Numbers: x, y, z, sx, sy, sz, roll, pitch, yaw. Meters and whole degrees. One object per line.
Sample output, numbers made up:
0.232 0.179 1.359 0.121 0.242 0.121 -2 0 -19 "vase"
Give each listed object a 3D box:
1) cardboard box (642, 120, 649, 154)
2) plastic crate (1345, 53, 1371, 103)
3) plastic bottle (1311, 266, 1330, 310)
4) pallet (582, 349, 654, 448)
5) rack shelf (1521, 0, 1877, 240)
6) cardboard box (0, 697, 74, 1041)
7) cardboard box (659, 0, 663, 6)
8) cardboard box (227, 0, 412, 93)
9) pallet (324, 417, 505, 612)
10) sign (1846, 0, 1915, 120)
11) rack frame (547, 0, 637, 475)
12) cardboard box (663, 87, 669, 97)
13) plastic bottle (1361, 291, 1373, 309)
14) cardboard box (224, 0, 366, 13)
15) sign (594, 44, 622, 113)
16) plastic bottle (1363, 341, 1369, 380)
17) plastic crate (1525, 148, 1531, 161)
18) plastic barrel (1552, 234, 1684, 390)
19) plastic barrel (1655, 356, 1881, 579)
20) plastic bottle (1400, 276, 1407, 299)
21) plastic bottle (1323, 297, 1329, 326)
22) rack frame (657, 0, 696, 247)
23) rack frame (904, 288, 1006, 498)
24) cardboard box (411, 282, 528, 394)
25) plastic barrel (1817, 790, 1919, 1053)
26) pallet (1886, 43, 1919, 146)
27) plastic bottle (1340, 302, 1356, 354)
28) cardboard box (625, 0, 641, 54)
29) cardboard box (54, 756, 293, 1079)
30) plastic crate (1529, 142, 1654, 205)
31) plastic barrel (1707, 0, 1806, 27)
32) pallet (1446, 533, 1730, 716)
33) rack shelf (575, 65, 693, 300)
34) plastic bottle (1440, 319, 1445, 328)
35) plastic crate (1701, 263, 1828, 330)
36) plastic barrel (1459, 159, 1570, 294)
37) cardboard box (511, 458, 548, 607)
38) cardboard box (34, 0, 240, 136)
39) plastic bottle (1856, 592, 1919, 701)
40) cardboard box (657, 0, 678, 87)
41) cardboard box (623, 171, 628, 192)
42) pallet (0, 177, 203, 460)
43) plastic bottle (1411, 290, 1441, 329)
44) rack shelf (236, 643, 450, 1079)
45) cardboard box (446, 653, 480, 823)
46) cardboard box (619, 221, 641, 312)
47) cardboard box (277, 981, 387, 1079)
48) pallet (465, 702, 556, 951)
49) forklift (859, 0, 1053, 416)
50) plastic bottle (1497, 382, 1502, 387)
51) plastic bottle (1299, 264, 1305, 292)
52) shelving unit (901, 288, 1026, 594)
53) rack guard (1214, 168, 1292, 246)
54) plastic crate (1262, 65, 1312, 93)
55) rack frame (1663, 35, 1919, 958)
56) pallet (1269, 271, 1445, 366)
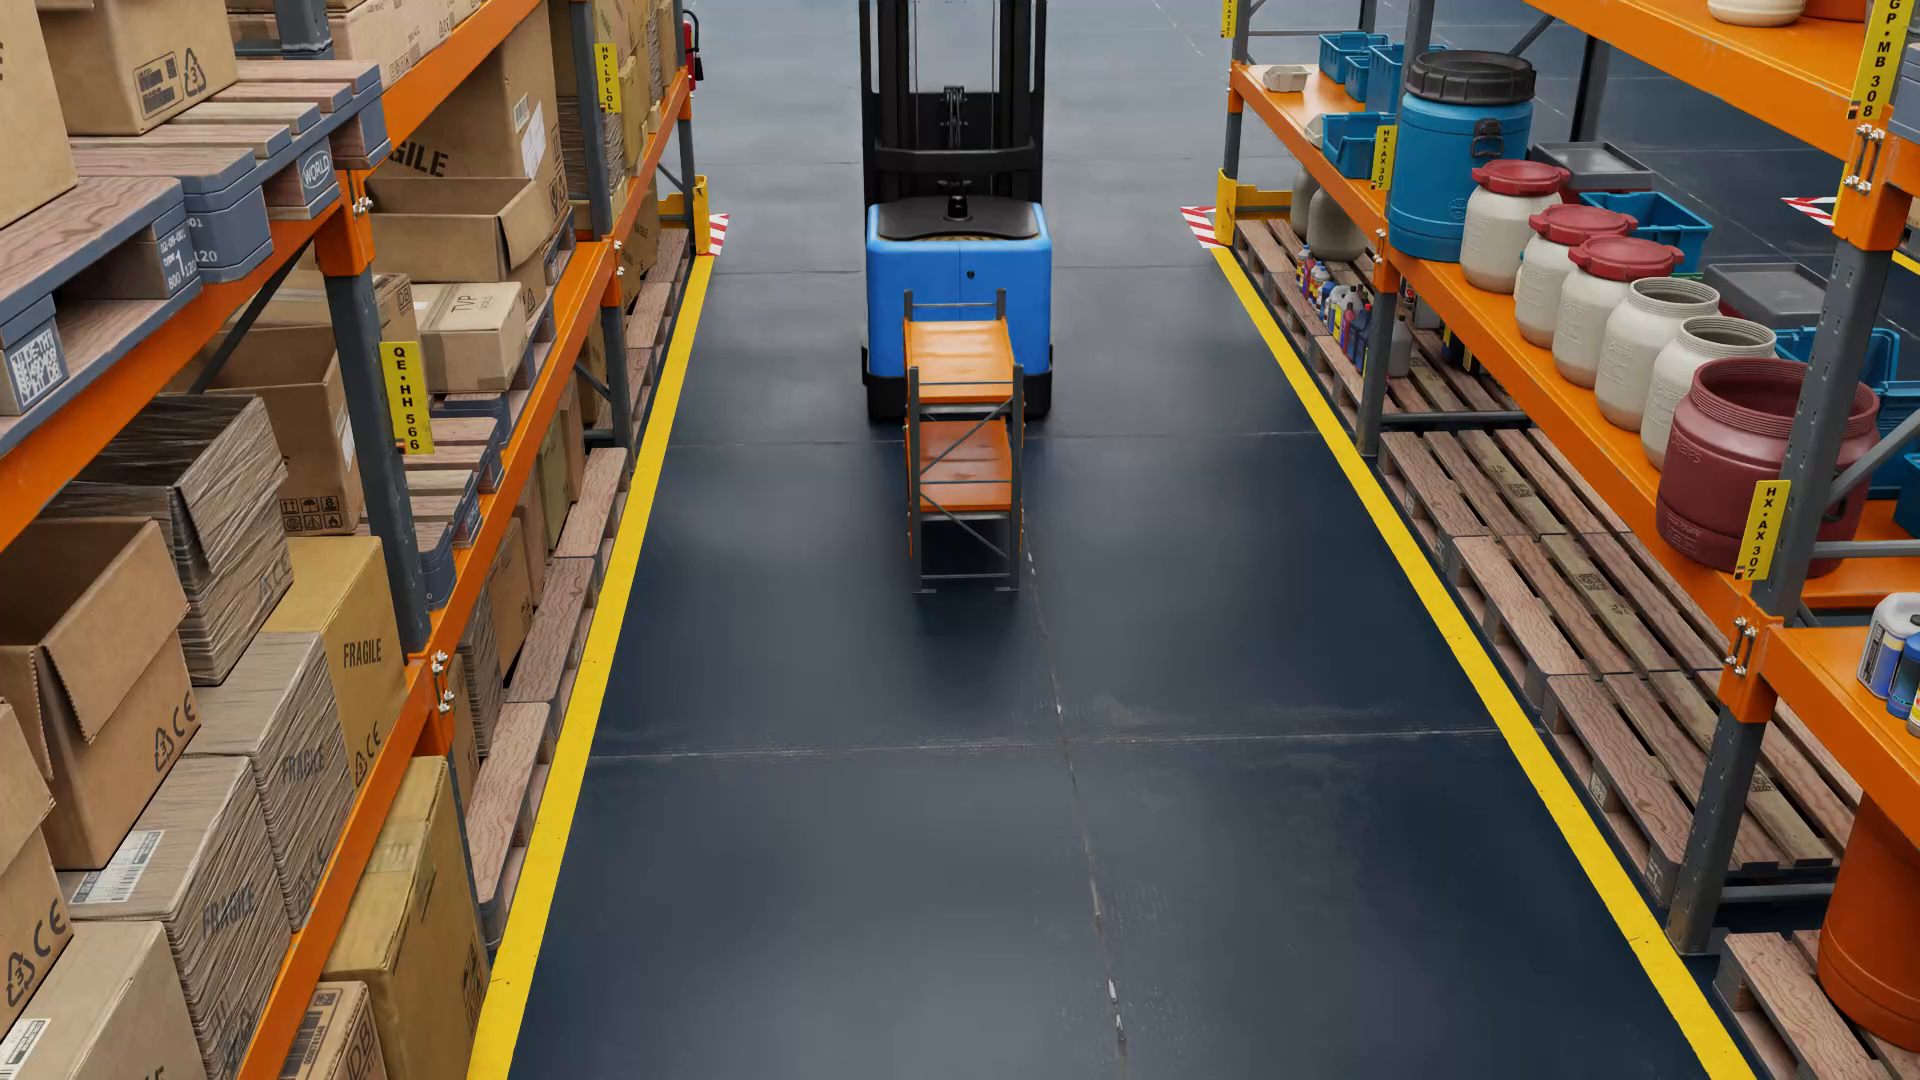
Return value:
-2.055 -2.386 9.853 0.380 0.149 0.250 -1 28 -3 "cardboard box"
2.838 -3.075 11.064 0.499 0.251 0.408 -1 28 -3 "plastic crate"
2.292 -1.601 10.551 0.097 0.271 0.097 0 28 0 "plastic bottle"
-2.323 -0.771 9.501 1.003 0.211 1.213 -1 28 -3 "pallet"
2.798 -1.905 6.194 1.077 0.370 4.000 -1 28 -3 "rack shelf"
-1.948 0.608 2.647 0.797 0.503 0.637 -1 28 -1 "cardboard box"
-2.154 -3.686 10.564 0.500 0.500 0.500 -1 28 -3 "cardboard box"
-1.814 -1.338 4.490 0.500 0.250 0.500 -1 28 -2 "cardboard box"
-2.187 -0.093 5.392 1.213 0.211 1.003 -1 28 -3 "pallet"
2.354 -1.238 4.249 0.100 0.325 0.005 -1 28 -3 "sign"
-2.252 -1.698 8.263 1.000 3.000 0.127 -1 28 -3 "rack frame"
-2.163 -3.078 11.180 0.380 0.149 0.250 -1 28 -3 "cardboard box"
2.447 -1.351 10.059 0.061 0.283 0.133 -1 28 -3 "plastic bottle"
-1.811 -1.670 4.317 0.500 0.500 0.500 -1 28 -2 "cardboard box"
-1.698 -2.227 8.024 0.100 0.325 0.005 -1 28 -3 "sign"
2.339 -1.023 9.429 0.061 0.283 0.133 0 28 0 "plastic bottle"
2.794 -2.035 8.976 0.767 0.338 0.504 -1 28 -3 "plastic crate"
2.586 -0.893 6.571 0.433 0.535 0.433 0 28 0 "plastic barrel"
2.576 -0.238 5.316 0.600 0.536 0.708 -1 28 -3 "plastic barrel"
2.898 -1.699 10.725 0.061 0.283 0.133 -1 28 -3 "plastic bottle"
2.308 -1.430 10.298 0.097 0.201 0.097 0 28 0 "plastic bottle"
-2.461 -3.546 11.805 1.000 3.000 0.127 -1 28 -3 "rack frame"
-0.026 -0.730 8.434 0.500 1.125 0.032 -1 28 -3 "rack frame"
-1.901 -0.750 6.153 0.500 0.250 0.500 -2 28 -4 "cardboard box"
2.945 1.031 4.923 0.600 0.830 0.708 -1 28 -3 "plastic barrel"
2.845 -0.861 3.619 1.003 0.211 1.213 -1 28 -3 "pallet"
2.312 -1.262 9.888 0.061 0.283 0.133 0 28 1 "plastic bottle"
-2.075 -2.994 9.235 0.500 0.500 0.500 -1 28 -3 "cardboard box"
-1.720 0.796 3.371 0.500 0.500 0.500 -2 28 -4 "cardboard box"
3.025 -1.630 8.063 0.402 0.464 0.583 -1 28 -3 "plastic crate"
2.603 -1.821 5.404 0.301 0.262 0.301 0 28 0 "plastic barrel"
2.840 0.345 7.361 1.003 0.211 1.213 -1 28 -3 "pallet"
-2.357 -2.303 10.200 1.077 0.370 4.000 -1 28 -3 "rack shelf"
3.034 -1.505 10.281 0.144 0.351 0.185 -2 28 -3 "plastic bottle"
3.124 -0.753 6.381 0.402 0.464 0.583 -1 28 -3 "plastic crate"
2.525 -1.431 7.604 0.433 0.535 0.433 0 28 0 "plastic barrel"
-2.206 -0.022 7.276 0.700 0.500 0.500 -4 28 -7 "cardboard box"
-1.940 -1.133 3.370 0.797 0.503 0.637 0 28 0 "cardboard box"
2.603 0.292 4.581 0.152 0.276 0.135 -1 28 -3 "plastic bottle"
-2.314 -3.239 10.787 0.875 0.500 0.500 -1 28 -3 "cardboard box"
-2.004 -1.924 8.967 0.380 0.149 0.250 -1 28 -3 "cardboard box"
-1.895 -0.285 2.513 1.003 0.211 1.213 0 28 0 "pallet"
2.888 -1.457 10.269 0.152 0.276 0.135 -1 28 -3 "plastic bottle"
-1.939 1.391 3.117 1.077 0.370 4.000 -1 28 -3 "rack shelf"
-2.098 0.753 5.790 0.700 0.500 0.500 -3 28 -5 "cardboard box"
-2.366 -1.770 10.649 0.500 0.500 0.500 1 28 2 "cardboard box"
-1.989 1.636 3.714 1.225 0.875 0.875 -1 28 -2 "cardboard box"
-2.083 1.024 6.058 1.003 0.211 1.213 -1 28 -3 "pallet"
-0.052 -2.643 10.148 1.130 2.935 3.031 -1 28 -2 "forklift"
3.110 -0.977 9.430 0.097 0.201 0.097 0 28 0 "plastic bottle"
2.274 -1.727 10.868 0.097 0.201 0.097 0 28 0 "plastic bottle"
0.000 -0.496 7.984 0.538 1.125 1.048 -1 28 -3 "shelving unit"
2.536 -2.523 12.547 1.175 0.500 0.348 -1 28 -3 "rack guard"
2.211 -3.127 11.288 0.298 0.136 0.250 -1 28 -3 "plastic crate"
2.903 0.029 4.950 1.000 3.000 0.127 -1 28 -3 "rack frame"
2.634 -1.458 10.816 1.003 0.211 1.213 -1 28 -3 "pallet"
